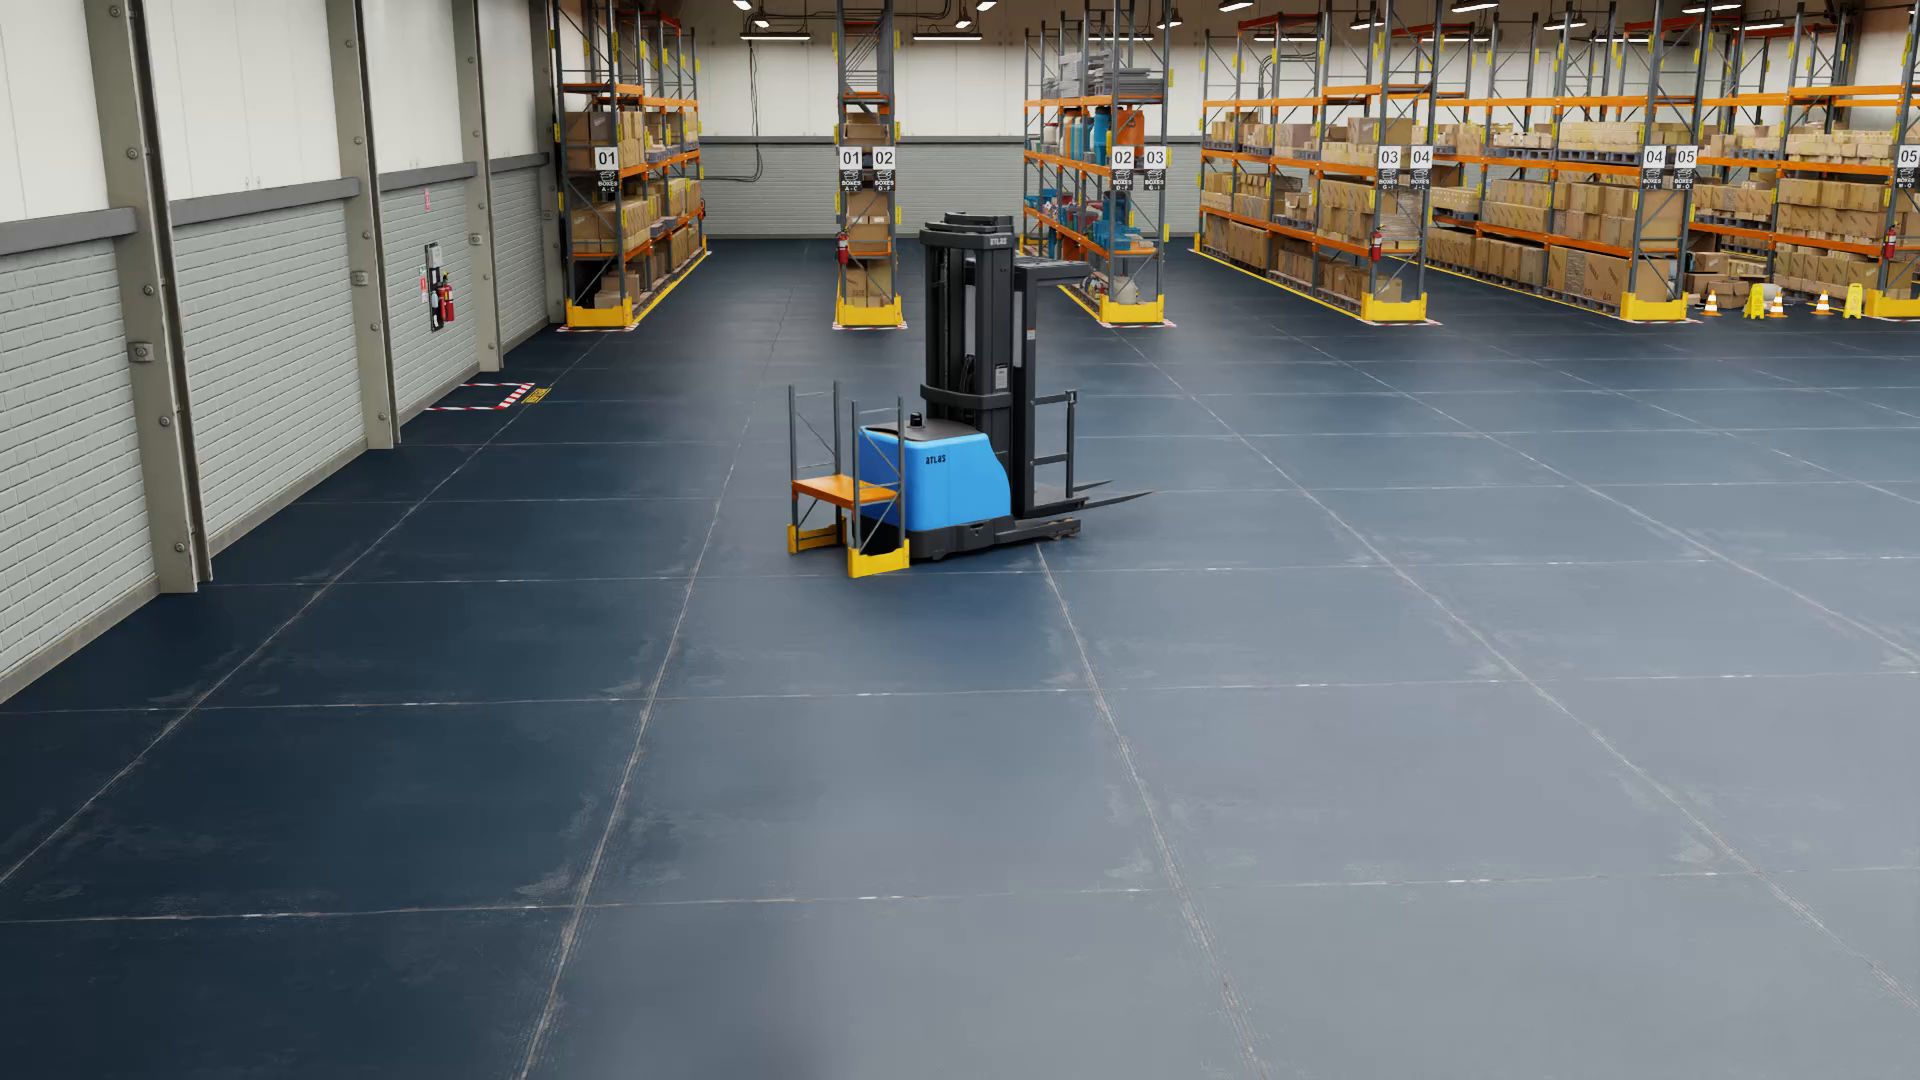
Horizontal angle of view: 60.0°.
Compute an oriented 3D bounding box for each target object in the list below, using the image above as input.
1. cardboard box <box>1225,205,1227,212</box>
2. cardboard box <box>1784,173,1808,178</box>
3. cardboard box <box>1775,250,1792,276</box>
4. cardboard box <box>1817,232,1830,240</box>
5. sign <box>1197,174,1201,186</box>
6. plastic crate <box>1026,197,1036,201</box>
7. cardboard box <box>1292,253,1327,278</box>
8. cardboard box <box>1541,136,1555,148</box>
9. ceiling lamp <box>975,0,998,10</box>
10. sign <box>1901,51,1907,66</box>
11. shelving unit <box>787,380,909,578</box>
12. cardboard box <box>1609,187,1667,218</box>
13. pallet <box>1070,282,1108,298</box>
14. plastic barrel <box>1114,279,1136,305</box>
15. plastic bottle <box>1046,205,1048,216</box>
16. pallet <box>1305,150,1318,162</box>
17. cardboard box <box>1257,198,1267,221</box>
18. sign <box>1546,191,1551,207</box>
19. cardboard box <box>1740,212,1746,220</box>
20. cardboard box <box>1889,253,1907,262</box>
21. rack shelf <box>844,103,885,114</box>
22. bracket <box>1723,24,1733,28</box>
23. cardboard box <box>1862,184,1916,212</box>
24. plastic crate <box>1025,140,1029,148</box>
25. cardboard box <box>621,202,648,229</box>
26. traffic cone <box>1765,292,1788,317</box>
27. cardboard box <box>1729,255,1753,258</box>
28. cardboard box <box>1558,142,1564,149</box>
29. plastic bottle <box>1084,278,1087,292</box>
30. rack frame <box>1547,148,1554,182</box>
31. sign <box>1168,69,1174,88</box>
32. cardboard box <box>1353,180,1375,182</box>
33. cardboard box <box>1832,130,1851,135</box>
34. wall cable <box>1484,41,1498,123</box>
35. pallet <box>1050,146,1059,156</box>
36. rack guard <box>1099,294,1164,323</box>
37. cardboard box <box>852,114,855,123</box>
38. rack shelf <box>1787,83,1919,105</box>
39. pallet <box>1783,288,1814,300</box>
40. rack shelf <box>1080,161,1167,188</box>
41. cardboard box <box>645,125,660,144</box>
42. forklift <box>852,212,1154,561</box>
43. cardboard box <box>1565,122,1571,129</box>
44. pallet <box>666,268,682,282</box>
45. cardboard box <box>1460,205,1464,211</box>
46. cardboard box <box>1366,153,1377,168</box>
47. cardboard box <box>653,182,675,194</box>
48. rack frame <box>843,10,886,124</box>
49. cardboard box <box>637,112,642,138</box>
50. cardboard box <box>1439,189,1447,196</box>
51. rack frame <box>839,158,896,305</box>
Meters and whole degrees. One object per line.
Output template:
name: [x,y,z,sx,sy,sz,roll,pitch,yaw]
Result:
cardboard box: [7.101,-8.615,43.216,0.380,0.149,0.250,-1,14,-2]
cardboard box: [22.481,-9.641,44.900,0.500,0.500,0.500,-1,14,-5]
cardboard box: [17.617,-5.849,35.133,0.500,0.500,0.500,0,14,-1]
cardboard box: [17.662,-6.179,33.751,0.380,0.149,0.250,-1,14,-4]
sign: [6.661,-10.047,46.382,0.100,0.325,0.005,-1,14,-3]
plastic crate: [1.999,-9.238,45.349,0.416,0.233,0.300,-1,14,-3]
cardboard box: [7.861,-6.164,37.322,0.700,0.500,0.500,0,14,1]
cardboard box: [12.712,-8.468,35.381,0.500,0.250,0.500,-1,14,-3]
ceiling lamp: [0.777,-12.199,32.891,0.800,3.185,2.000,-1,14,-3]
sign: [22.015,-11.223,38.775,0.100,0.325,0.005,-1,14,-3]
shelving unit: [-0.986,-0.556,14.401,0.587,1.500,1.083,-10,18,-35]
cardboard box: [13.053,-6.492,31.995,0.875,0.550,0.550,-1,14,-3]
pallet: [2.928,-5.380,35.735,1.003,0.211,1.213,-1,14,-3]
plastic barrel: [3.146,-4.702,31.654,0.421,0.512,0.421,0,14,0]
plastic bottle: [2.171,-8.150,41.140,0.061,0.283,0.133,-1,14,-3]
pallet: [8.027,-8.129,35.181,1.213,0.211,1.003,-1,14,-3]
cardboard box: [7.408,-7.898,39.726,0.500,0.500,0.500,-1,14,-4]
sign: [12.374,-7.175,34.952,0.100,0.325,0.005,-1,14,-3]
cardboard box: [17.472,-7.163,36.731,0.380,0.149,0.250,-1,14,-3]
cardboard box: [22.581,-6.735,39.330,0.875,0.625,0.625,0,14,-2]
rack shelf: [-2.053,-9.321,35.662,1.077,0.370,4.000,-1,14,-3]
bracket: [22.464,-15.051,48.465,0.235,0.232,0.430,-1,14,-3]
cardboard box: [17.848,-6.570,31.963,0.700,0.500,0.500,-1,14,-5]
plastic crate: [2.017,-10.809,45.484,0.497,0.269,0.590,-1,14,-3]
cardboard box: [-6.498,-6.446,33.039,0.500,0.500,0.500,-1,14,-4]
traffic cone: [15.696,-4.527,31.915,0.336,0.463,0.334,-1,14,-3]
cardboard box: [17.680,-6.366,38.405,0.950,0.372,0.625,-1,14,-5]
cardboard box: [12.598,-8.150,34.348,0.380,0.149,0.250,-1,14,-4]
plastic bottle: [2.645,-5.263,34.270,0.152,0.276,0.135,0,14,-1]
rack frame: [17.106,-9.749,47.122,1.000,3.000,0.127,-1,14,-3]
sign: [3.812,-8.352,30.072,0.100,0.325,0.005,-1,14,-3]
cardboard box: [8.293,-7.057,33.852,0.500,0.500,0.500,-1,14,-3]
cardboard box: [22.037,-10.158,41.556,0.380,0.149,0.250,-1,14,-3]
wall cable: [16.472,-14.065,51.856,0.463,3.000,0.029,-1,14,-3]
pallet: [2.739,-9.411,40.165,1.003,0.211,1.213,-1,14,-3]
rack guard: [3.211,-4.348,31.147,1.175,0.500,0.348,-1,14,-3]
cardboard box: [-1.986,-8.702,34.984,0.500,0.500,0.500,1,14,2]
rack shelf: [17.973,-8.823,32.932,1.077,0.370,4.000,-1,14,-3]
pallet: [17.926,-5.248,35.223,1.003,0.211,1.213,-1,14,-3]
rack shelf: [3.139,-7.142,32.413,1.077,0.370,4.000,-1,14,-3]
cardboard box: [-7.208,-9.209,37.918,0.700,0.500,0.500,-2,15,-8]
forklift: [0.496,-1.515,15.257,3.031,2.935,1.130,-11,18,-36]
cardboard box: [12.616,-8.473,34.002,0.380,0.149,0.250,-1,14,-4]
pallet: [-7.094,-6.224,39.017,1.003,0.211,1.213,-1,14,-3]
cardboard box: [12.165,-7.917,39.663,0.380,0.149,0.250,-1,14,-4]
cardboard box: [7.923,-7.113,31.157,0.500,0.250,0.500,-1,14,-2]
cardboard box: [-6.926,-8.193,38.731,0.500,0.250,0.500,-1,14,-4]
rack frame: [-2.177,-10.360,37.456,1.000,3.000,0.127,-1,14,-3]
cardboard box: [-6.527,-8.120,32.523,0.500,0.500,0.500,0,14,0]
cardboard box: [12.066,-8.596,41.107,0.380,0.149,0.250,0,14,-1]
rack frame: [-1.681,-5.465,30.471,1.000,3.000,0.127,-1,14,-3]
